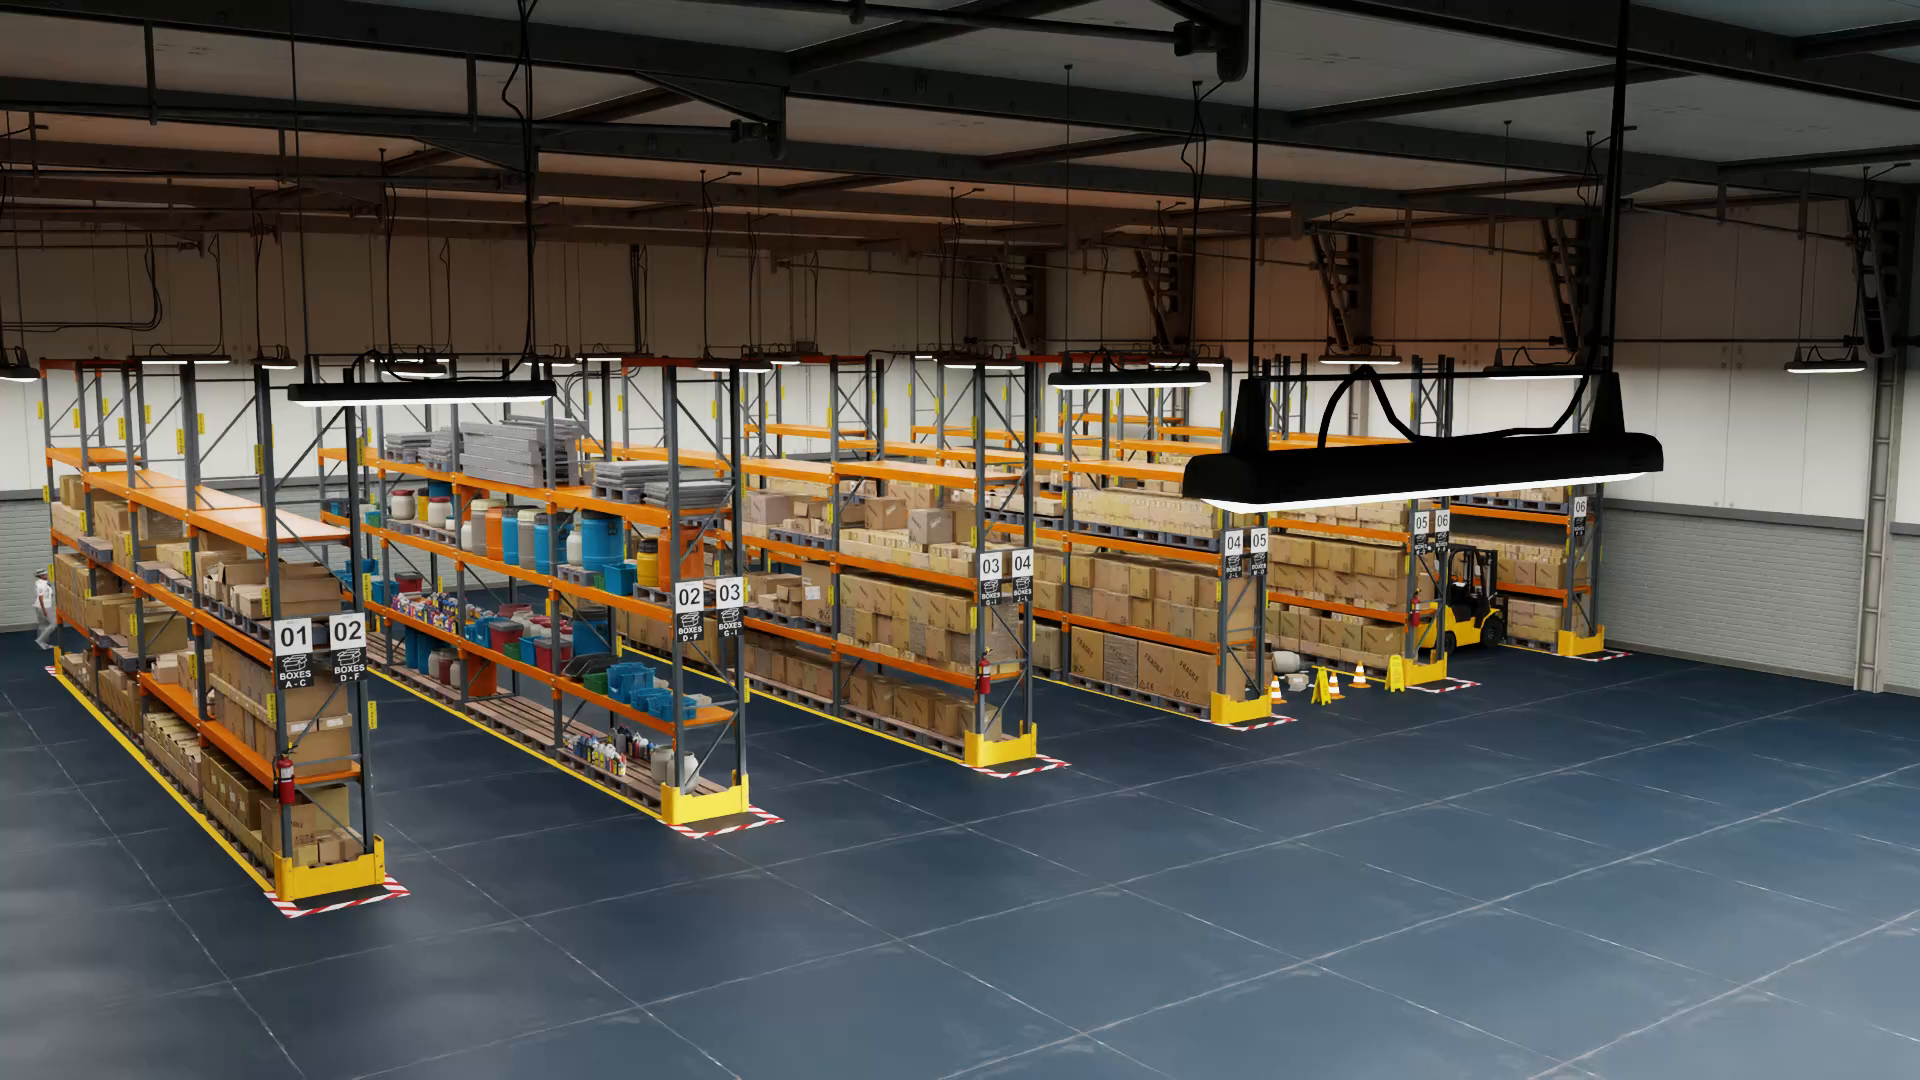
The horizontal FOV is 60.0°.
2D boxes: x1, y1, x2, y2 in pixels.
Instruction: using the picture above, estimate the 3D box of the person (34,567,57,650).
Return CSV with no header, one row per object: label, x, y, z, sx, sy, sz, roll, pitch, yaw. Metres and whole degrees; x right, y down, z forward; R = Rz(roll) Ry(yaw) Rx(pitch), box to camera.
person,-18.747,1.401,34.030,0.431,1.683,0.469,-6,9,-40
